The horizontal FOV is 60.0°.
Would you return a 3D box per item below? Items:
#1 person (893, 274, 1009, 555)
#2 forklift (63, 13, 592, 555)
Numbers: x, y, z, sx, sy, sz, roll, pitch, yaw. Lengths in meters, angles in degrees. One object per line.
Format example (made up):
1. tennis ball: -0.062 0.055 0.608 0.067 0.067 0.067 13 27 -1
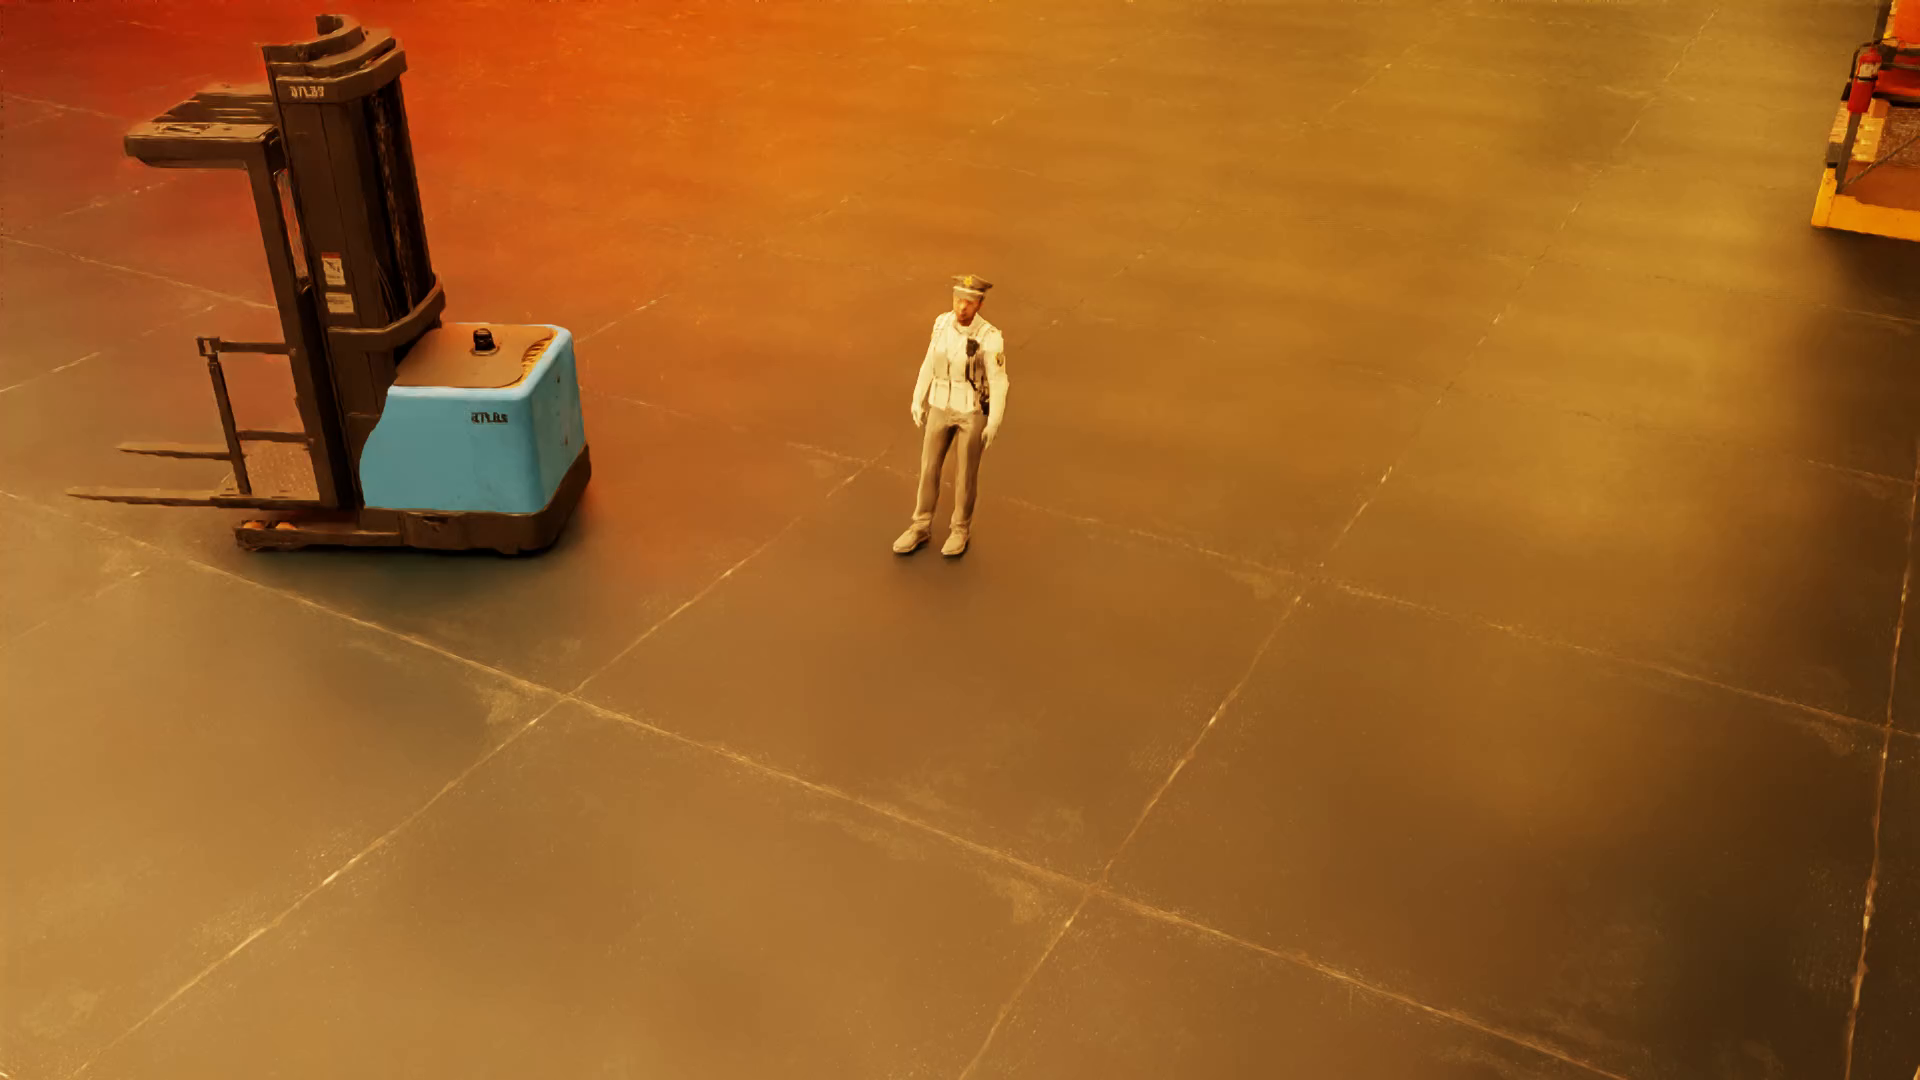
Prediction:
1. person: -0.039 -0.713 9.527 0.586 1.695 0.532 15 33 25
2. forklift: -3.886 -1.465 9.609 3.031 2.935 1.130 2 30 4
